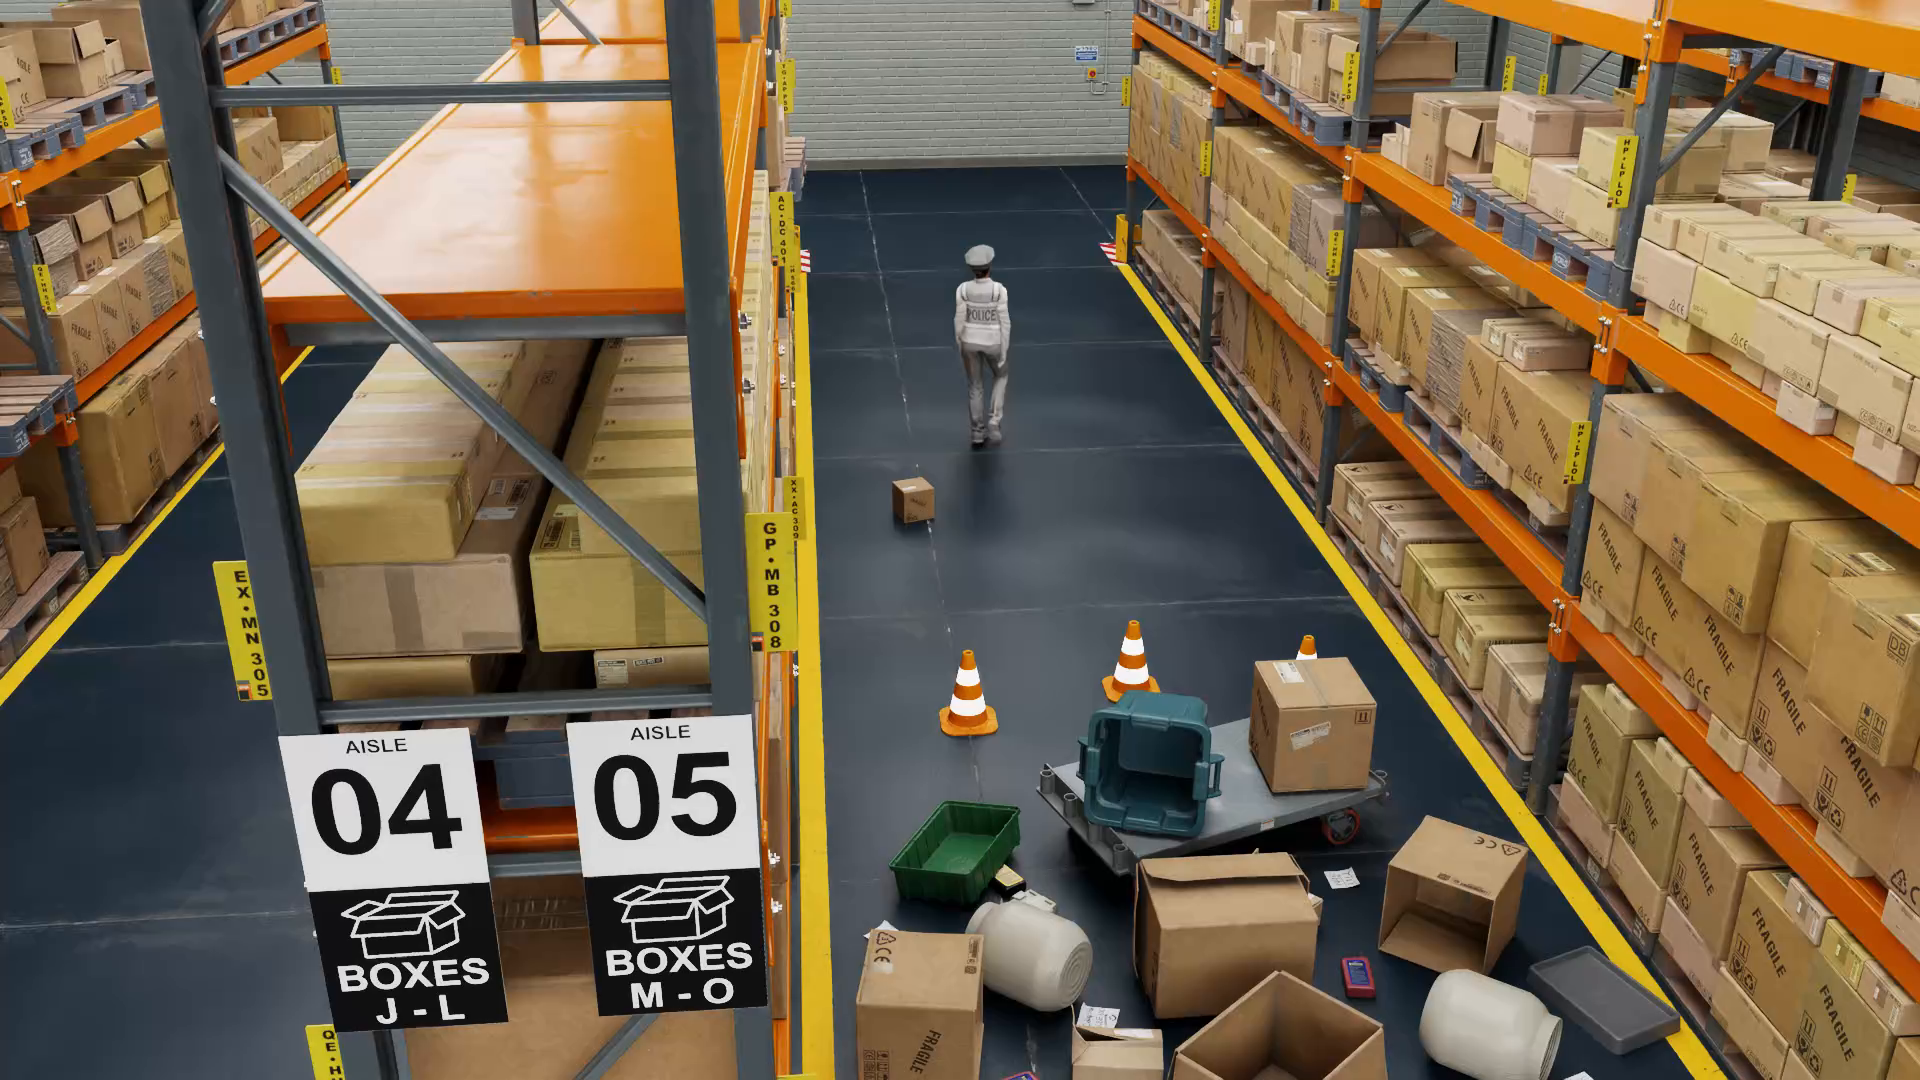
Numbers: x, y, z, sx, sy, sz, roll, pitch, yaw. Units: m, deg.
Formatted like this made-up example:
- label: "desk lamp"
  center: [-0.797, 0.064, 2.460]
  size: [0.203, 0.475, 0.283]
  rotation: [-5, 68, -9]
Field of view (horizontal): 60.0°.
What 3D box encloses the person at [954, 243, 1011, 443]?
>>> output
- label: "person"
  center: [0.193, -1.642, 13.984]
  size: [0.479, 1.736, 0.459]
  rotation: [2, 24, 5]
